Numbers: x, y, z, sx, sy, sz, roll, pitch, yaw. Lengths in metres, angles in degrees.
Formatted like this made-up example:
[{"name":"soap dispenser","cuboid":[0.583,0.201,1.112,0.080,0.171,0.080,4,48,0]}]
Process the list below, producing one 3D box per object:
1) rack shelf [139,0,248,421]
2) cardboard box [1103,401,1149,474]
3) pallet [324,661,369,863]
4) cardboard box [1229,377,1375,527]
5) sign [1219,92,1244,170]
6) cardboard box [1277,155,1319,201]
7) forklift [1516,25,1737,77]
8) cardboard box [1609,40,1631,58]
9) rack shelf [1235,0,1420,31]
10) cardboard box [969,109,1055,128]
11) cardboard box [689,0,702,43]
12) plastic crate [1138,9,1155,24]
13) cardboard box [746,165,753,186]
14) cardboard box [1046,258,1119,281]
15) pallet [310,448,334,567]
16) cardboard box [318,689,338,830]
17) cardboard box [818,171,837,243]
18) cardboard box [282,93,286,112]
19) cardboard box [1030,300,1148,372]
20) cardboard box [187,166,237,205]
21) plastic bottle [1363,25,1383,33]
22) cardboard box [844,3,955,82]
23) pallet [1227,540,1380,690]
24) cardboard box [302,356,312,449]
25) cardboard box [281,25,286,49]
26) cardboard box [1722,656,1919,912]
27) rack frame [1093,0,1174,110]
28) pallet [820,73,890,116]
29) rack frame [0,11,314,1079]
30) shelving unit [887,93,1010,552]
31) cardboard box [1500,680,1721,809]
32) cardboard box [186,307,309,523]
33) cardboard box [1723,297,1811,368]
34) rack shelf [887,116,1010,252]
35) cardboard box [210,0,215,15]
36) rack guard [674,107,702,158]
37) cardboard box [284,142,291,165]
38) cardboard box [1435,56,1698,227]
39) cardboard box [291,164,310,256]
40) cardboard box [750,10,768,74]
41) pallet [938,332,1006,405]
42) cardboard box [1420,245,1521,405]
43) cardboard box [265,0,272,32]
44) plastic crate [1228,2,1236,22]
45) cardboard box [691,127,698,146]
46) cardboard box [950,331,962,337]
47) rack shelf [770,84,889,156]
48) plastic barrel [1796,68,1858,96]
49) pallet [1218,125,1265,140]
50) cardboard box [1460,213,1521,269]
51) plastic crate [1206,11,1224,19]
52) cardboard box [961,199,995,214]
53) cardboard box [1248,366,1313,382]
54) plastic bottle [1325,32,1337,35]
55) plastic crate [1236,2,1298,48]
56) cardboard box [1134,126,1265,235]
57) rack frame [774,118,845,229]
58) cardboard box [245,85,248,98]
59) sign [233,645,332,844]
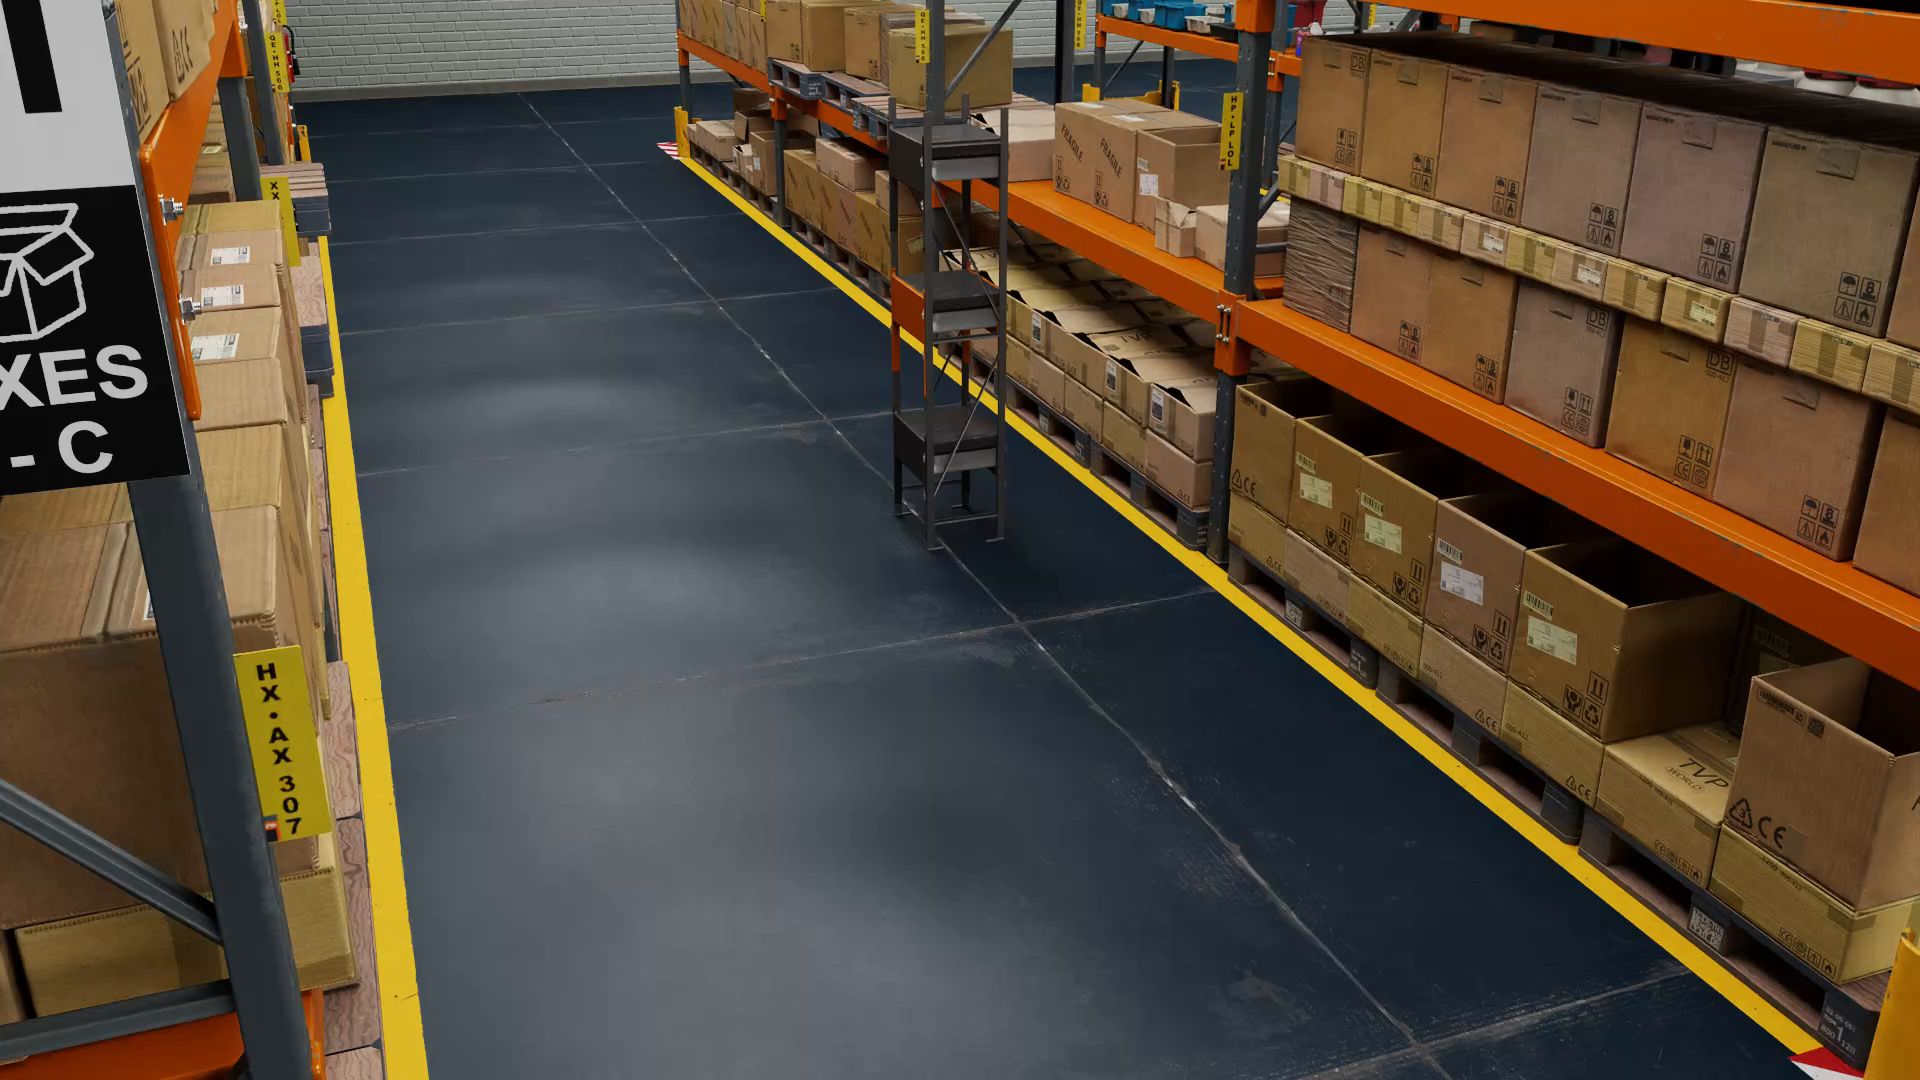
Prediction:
[{"name":"rack shelf","cuboid":[-2.246,-0.990,3.801,1.077,0.370,4.000,-8,24,-19]},{"name":"cardboard box","cuboid":[1.086,-0.568,8.736,0.500,0.250,0.500,-9,24,-20]},{"name":"pallet","cuboid":[-2.682,0.858,5.942,1.003,0.211,1.213,-8,24,-19]},{"name":"cardboard box","cuboid":[1.552,-0.408,7.389,0.500,0.500,0.500,-8,24,-19]},{"name":"sign","cuboid":[1.177,-1.766,7.189,0.100,0.325,0.005,-8,24,-19]},{"name":"cardboard box","cuboid":[1.595,-1.568,7.144,0.380,0.149,0.250,-8,24,-19]},{"name":"forklift","cuboid":[3.359,-1.993,9.204,1.130,2.935,3.031,-5,23,-12]},{"name":"cardboard box","cuboid":[7.647,-5.404,19.404,0.875,0.875,0.875,-8,24,-19]},{"name":"rack shelf","cuboid":[0.974,-3.125,8.865,1.077,0.370,4.000,-8,24,-19]},{"name":"cardboard box","cuboid":[0.355,-2.621,10.722,0.500,0.311,0.500,-7,24,-16]},{"name":"cardboard box","cuboid":[-2.461,-5.369,16.998,0.500,0.500,0.500,-9,24,-20]},{"name":"plastic crate","cuboid":[2.132,-5.782,18.369,0.250,0.136,0.298,-8,24,-19]},{"name":"cardboard box","cuboid":[-1.801,-3.439,15.651,0.380,0.149,0.250,-8,24,-19]},{"name":"cardboard box","cuboid":[0.873,-1.641,10.559,0.500,0.311,0.500,-9,24,-20]},{"name":"pallet","cuboid":[-3.663,-0.108,8.234,1.003,0.211,1.213,-8,24,-19]},{"name":"cardboard box","cuboid":[-1.611,0.440,3.512,0.500,0.250,0.500,-9,25,-21]},{"name":"cardboard box","cuboid":[-0.834,-2.721,13.495,0.500,0.500,0.500,-8,24,-18]},{"name":"cardboard box","cuboid":[-4.839,-3.084,11.166,0.500,0.500,0.500,-8,24,-17]},{"name":"cardboard box","cuboid":[0.732,-1.193,9.495,0.500,0.311,0.500,-9,24,-20]},{"name":"cardboard box","cuboid":[-3.100,-1.104,6.313,0.700,0.500,0.500,-8,24,-19]},{"name":"plastic bottle","cuboid":[3.932,-4.776,15.879,0.152,0.276,0.135,-8,24,-19]},{"name":"cardboard box","cuboid":[-0.463,-3.860,12.877,0.700,0.500,0.500,-15,27,-32]},{"name":"pallet","cuboid":[1.923,0.233,7.426,1.003,0.211,1.213,-8,24,-19]},{"name":"cardboard box","cuboid":[-2.501,-0.476,5.684,0.500,0.250,0.500,-8,24,-19]},{"name":"cardboard box","cuboid":[-7.002,-4.981,15.818,0.980,0.700,0.700,-7,24,-17]},{"name":"cardboard box","cuboid":[2.626,0.680,4.808,0.500,0.500,0.500,-8,24,-19]},{"name":"rack frame","cuboid":[2.077,-6.386,19.538,1.000,3.000,0.127,-8,24,-19]},{"name":"pallet","cuboid":[-0.424,-3.418,12.745,1.003,0.211,1.213,-8,24,-19]},{"name":"rack frame","cuboid":[-1.539,0.787,2.520,1.000,3.000,0.127,-8,24,-19]},{"name":"shelving unit","cuboid":[-0.058,-1.028,7.985,0.431,2.100,0.503,-8,24,-19]},{"name":"cardboard box","cuboid":[2.262,0.664,5.812,0.500,0.250,0.500,-8,24,-19]},{"name":"cardboard box","cuboid":[-1.962,-0.268,4.227,0.500,0.500,0.500,-8,24,-17]},{"name":"cardboard box","cuboid":[2.510,-0.631,4.921,0.380,0.149,0.250,-8,24,-18]},{"name":"rack shelf","cuboid":[-0.058,-1.660,7.718,0.431,0.518,0.480,-8,24,-19]},{"name":"cardboard box","cuboid":[-1.976,-1.386,3.659,0.500,0.500,0.500,-7,24,-16]},{"name":"rack guard","cuboid":[-2.532,-4.528,18.349,1.175,0.500,0.348,-8,24,-19]},{"name":"cardboard box","cuboid":[-4.360,-2.365,10.297,0.380,0.149,0.250,-8,24,-17]},{"name":"cardboard box","cuboid":[2.199,-1.465,6.065,0.700,0.500,0.500,-8,24,-19]},{"name":"cardboard box","cuboid":[-5.110,-2.235,11.917,0.750,0.750,0.750,-8,24,-17]},{"name":"cardboard box","cuboid":[-1.562,-4.446,14.809,0.500,0.500,0.500,-8,24,-18]},{"name":"pallet","cuboid":[0.522,-1.211,10.851,1.003,0.211,1.213,-8,24,-19]},{"name":"cardboard box","cuboid":[2.209,-0.859,6.298,0.700,0.500,0.500,-8,24,-18]},{"name":"cardboard box","cuboid":[-5.022,-3.604,11.435,0.500,0.250,0.500,-8,24,-18]},{"name":"plastic crate","cuboid":[3.123,-5.485,17.478,0.437,0.282,0.530,-8,24,-19]},{"name":"cardboard box","cuboid":[-2.644,-4.314,17.705,0.380,0.166,0.250,-8,24,-19]},{"name":"cardboard box","cuboid":[0.178,-1.496,10.938,0.500,0.250,0.500,-8,24,-19]},{"name":"rack shelf","cuboid":[-0.439,-3.196,12.896,1.077,0.370,4.000,-8,24,-19]},{"name":"plastic barrel","cuboid":[5.771,-2.889,11.068,0.433,0.535,0.433,0,23,0]},{"name":"pallet","cuboid":[2.759,-4.353,18.306,1.003,0.211,1.213,-8,24,-19]},{"name":"cardboard box","cuboid":[2.054,-1.100,6.034,0.380,0.149,0.250,-9,25,-21]},{"name":"plastic crate","cuboid":[2.866,-5.710,18.198,0.298,0.136,0.250,-8,24,-19]},{"name":"cardboard box","cuboid":[0.184,-2.245,12.367,0.500,0.500,0.500,-9,25,-21]},{"name":"cardboard box","cuboid":[1.768,-0.716,8.365,0.500,0.311,0.500,-8,24,-19]},{"name":"plastic bottle","cuboid":[3.426,-4.522,15.275,0.152,0.276,0.135,-8,24,-19]},{"name":"plastic crate","cuboid":[3.006,-5.075,16.373,0.392,0.384,0.575,-8,24,-19]},{"name":"cardboard box","cuboid":[1.239,-1.866,8.686,0.500,0.500,0.500,-7,24,-15]},{"name":"rack frame","cuboid":[-1.145,-4.254,14.481,1.000,3.000,0.127,-8,24,-19]},{"name":"cardboard box","cuboid":[-4.190,-2.199,8.910,0.700,0.500,0.500,-11,25,-25]},{"name":"sign","cuboid":[-1.032,0.314,2.528,0.100,0.325,0.005,-8,24,-19]}]
